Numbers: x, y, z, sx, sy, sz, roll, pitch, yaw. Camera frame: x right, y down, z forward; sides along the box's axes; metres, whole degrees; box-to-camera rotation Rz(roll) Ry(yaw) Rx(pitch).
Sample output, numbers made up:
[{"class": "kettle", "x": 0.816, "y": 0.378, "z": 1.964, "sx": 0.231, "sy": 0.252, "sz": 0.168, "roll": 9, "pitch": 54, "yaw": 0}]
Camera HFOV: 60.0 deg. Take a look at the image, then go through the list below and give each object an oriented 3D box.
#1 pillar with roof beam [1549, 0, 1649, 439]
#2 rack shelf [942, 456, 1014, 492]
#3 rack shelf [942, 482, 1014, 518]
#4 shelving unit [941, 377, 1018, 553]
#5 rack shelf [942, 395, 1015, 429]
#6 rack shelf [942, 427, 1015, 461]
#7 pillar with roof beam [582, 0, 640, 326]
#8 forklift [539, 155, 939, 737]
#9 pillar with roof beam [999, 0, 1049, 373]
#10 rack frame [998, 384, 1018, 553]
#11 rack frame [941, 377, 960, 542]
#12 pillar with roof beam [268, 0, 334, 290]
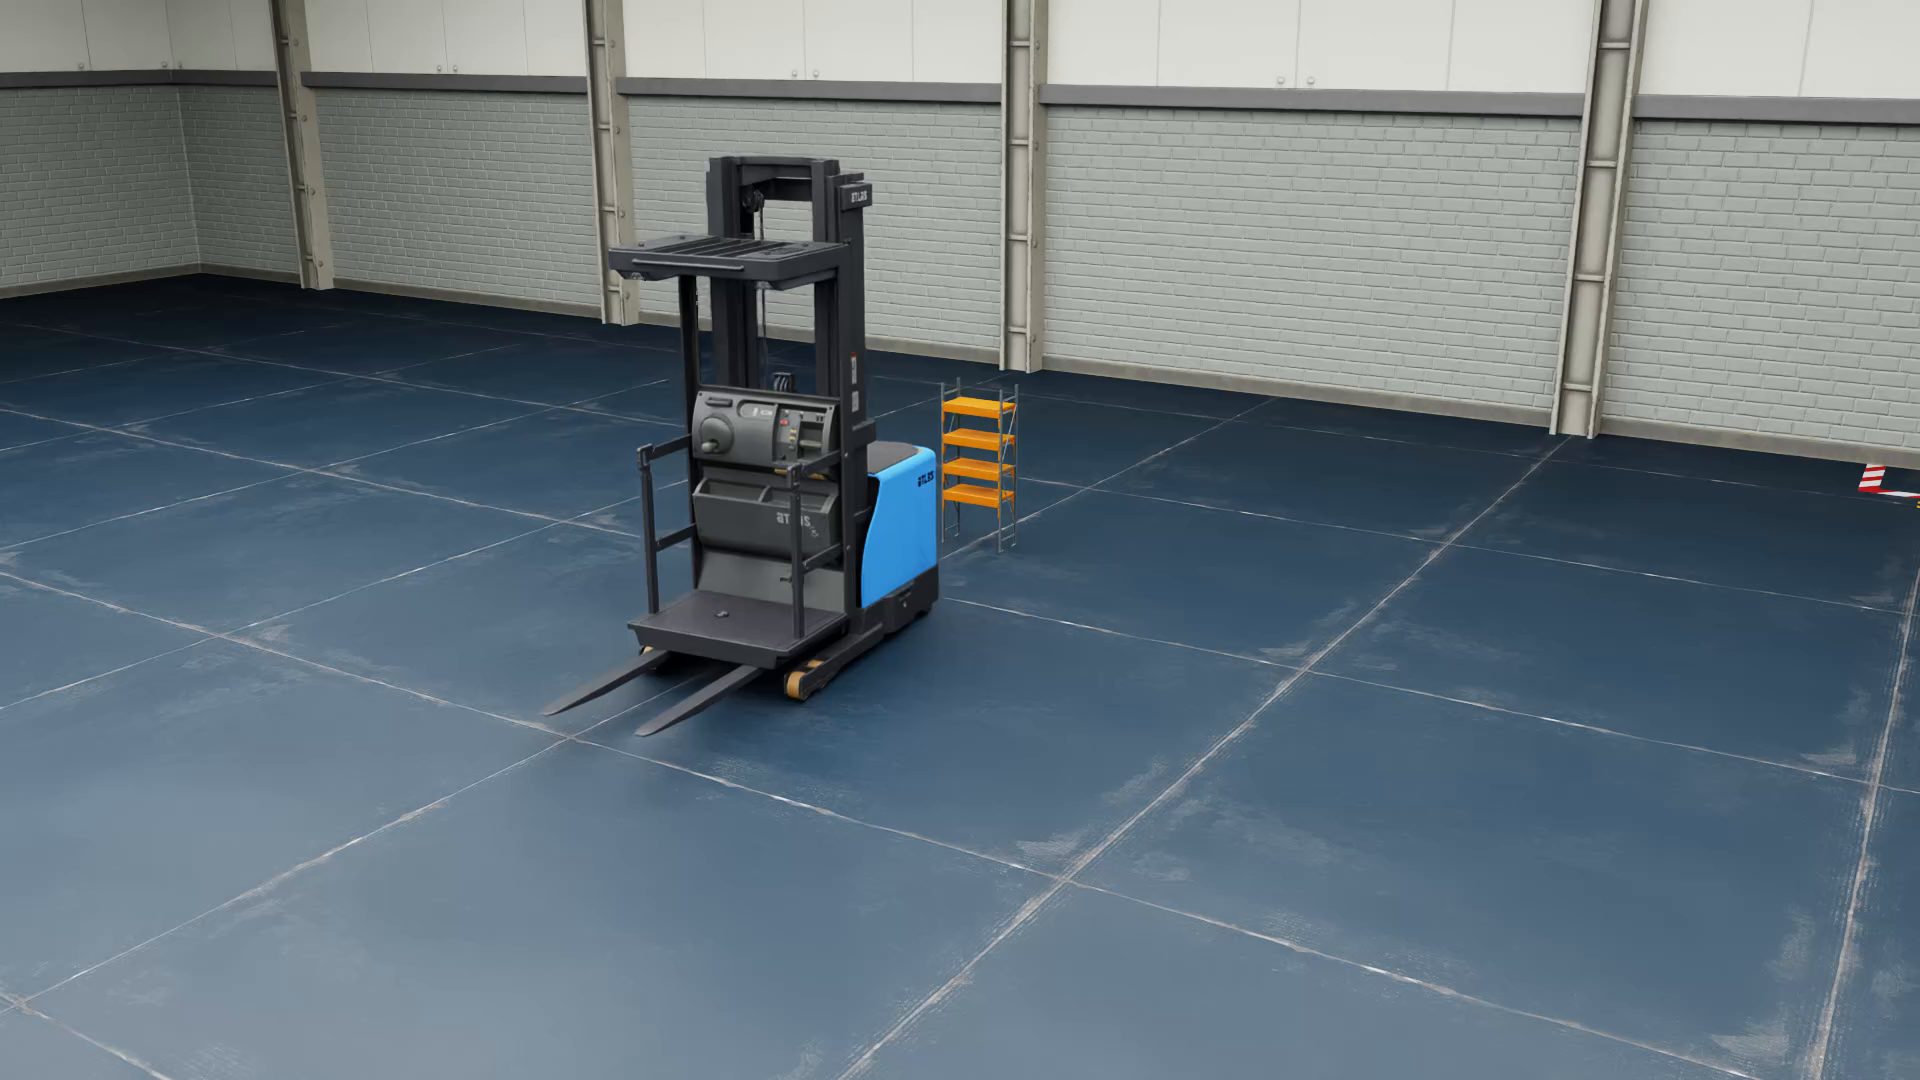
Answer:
[{"class": "pillar with roof beam", "x": 3.549, "y": -4.248, "z": 10.884, "sx": 0.400, "sy": 9.000, "sz": 9.100, "roll": 10, "pitch": 20, "yaw": 30}, {"class": "rack shelf", "x": 0.141, "y": -0.485, "z": 12.143, "sx": 0.480, "sy": 0.148, "sz": 0.258, "roll": 10, "pitch": 20, "yaw": 30}, {"class": "rack shelf", "x": 0.141, "y": -0.295, "z": 12.201, "sx": 0.480, "sy": 0.148, "sz": 0.258, "roll": 10, "pitch": 20, "yaw": 30}, {"class": "shelving unit", "x": 0.141, "y": -0.549, "z": 12.124, "sx": 0.503, "sy": 1.200, "sz": 0.258, "roll": 10, "pitch": 20, "yaw": 30}, {"class": "rack shelf", "x": 0.141, "y": -0.925, "z": 12.010, "sx": 0.480, "sy": 0.148, "sz": 0.258, "roll": 10, "pitch": 20, "yaw": 30}, {"class": "rack shelf", "x": 0.141, "y": -0.699, "z": 12.078, "sx": 0.480, "sy": 0.148, "sz": 0.258, "roll": 10, "pitch": 20, "yaw": 30}, {"class": "pillar with roof beam", "x": -6.676, "y": -6.073, "z": 16.893, "sx": 0.400, "sy": 9.000, "sz": 9.100, "roll": 10, "pitch": 20, "yaw": 30}, {"class": "forklift", "x": -1.233, "y": -0.640, "z": 9.447, "sx": 1.130, "sy": 2.935, "sz": 3.031, "roll": 8, "pitch": 19, "yaw": 25}, {"class": "pillar with roof beam", "x": -1.563, "y": -5.161, "z": 13.888, "sx": 0.400, "sy": 9.000, "sz": 9.100, "roll": 10, "pitch": 20, "yaw": 30}, {"class": "rack frame", "x": 0.349, "y": -0.512, "z": 12.002, "sx": 0.015, "sy": 1.200, "sz": 0.240, "roll": 10, "pitch": 20, "yaw": 30}, {"class": "rack frame", "x": -0.067, "y": -0.586, "z": 12.246, "sx": 0.015, "sy": 1.200, "sz": 0.240, "roll": 10, "pitch": 20, "yaw": 30}, {"class": "pillar with roof beam", "x": -11.789, "y": -6.986, "z": 19.897, "sx": 0.400, "sy": 9.000, "sz": 9.100, "roll": 10, "pitch": 20, "yaw": 30}]
